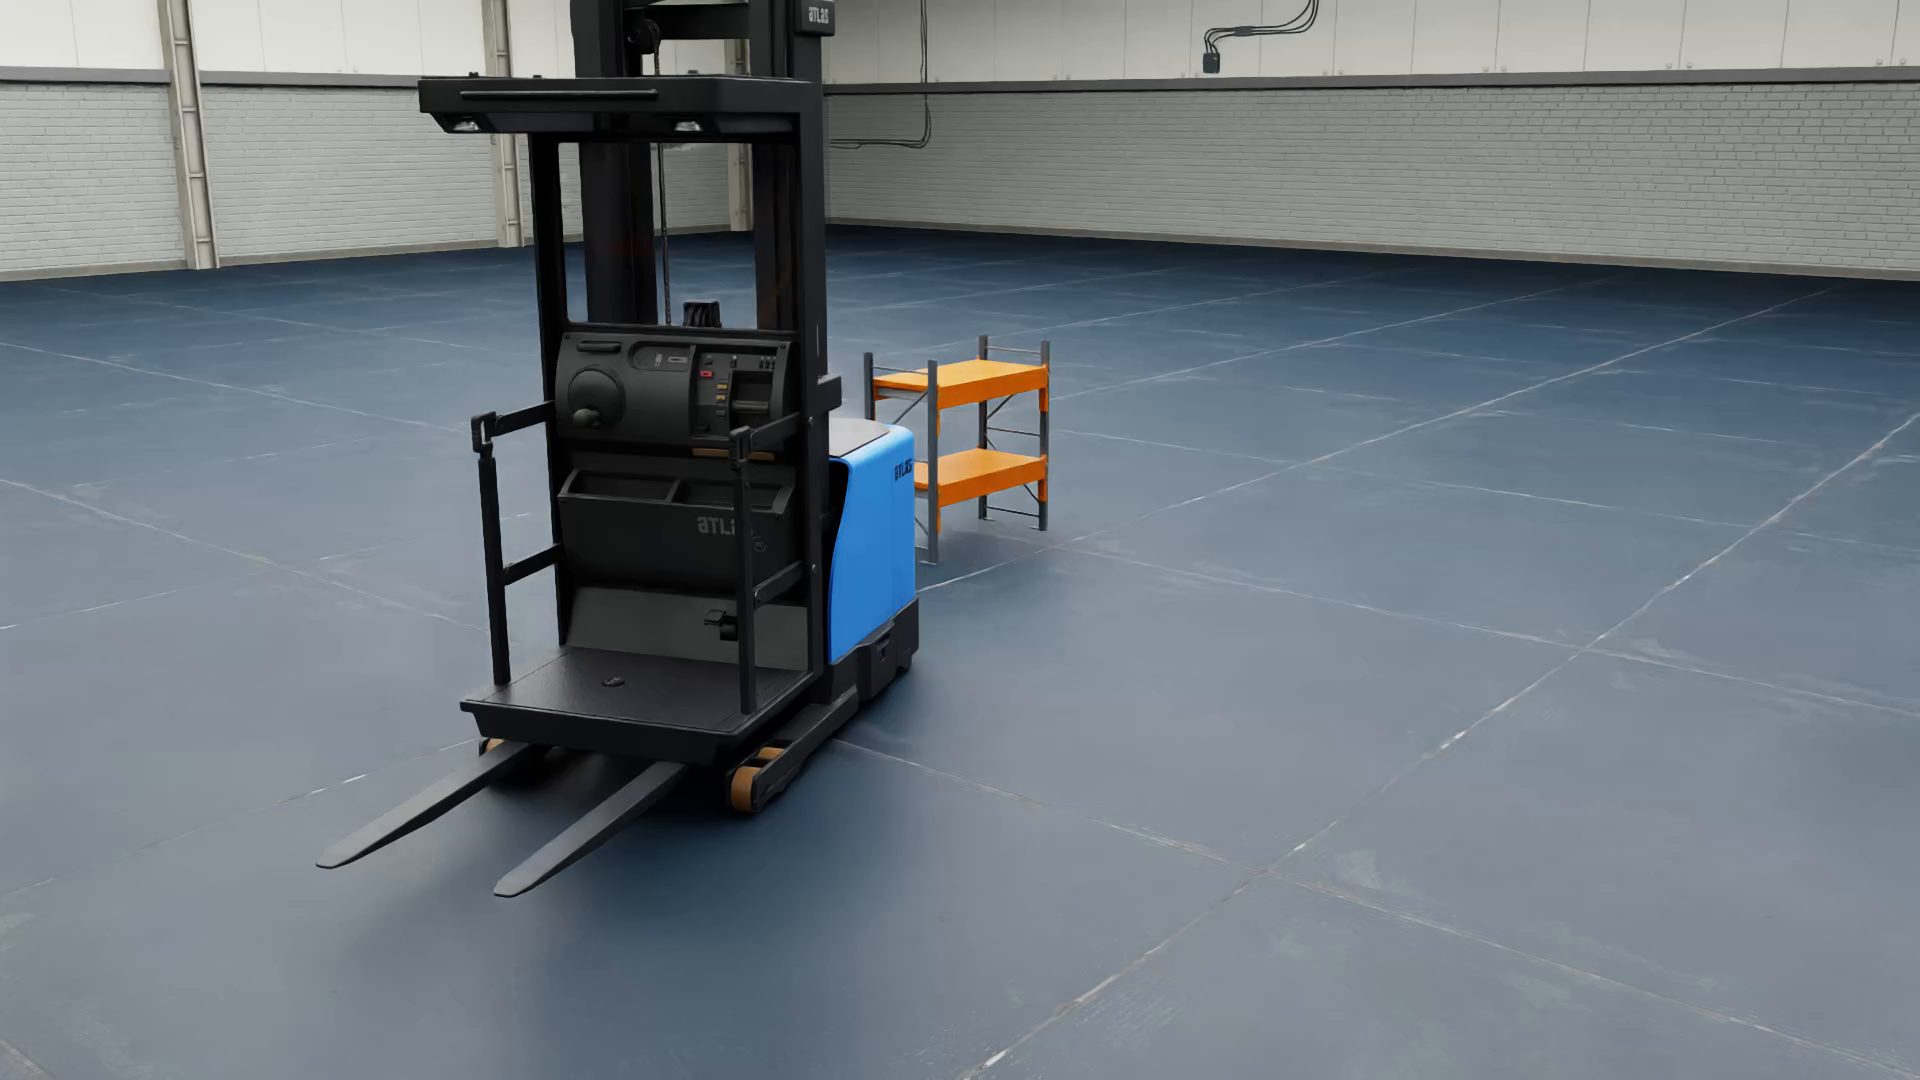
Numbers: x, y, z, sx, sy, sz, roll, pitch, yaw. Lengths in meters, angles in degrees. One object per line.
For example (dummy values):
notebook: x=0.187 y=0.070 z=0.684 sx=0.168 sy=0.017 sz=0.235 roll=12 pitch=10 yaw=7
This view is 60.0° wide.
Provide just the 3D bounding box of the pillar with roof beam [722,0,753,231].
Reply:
pillar with roof beam: x=-1.384 y=-10.403 z=32.296 sx=9.100 sy=9.000 sz=0.400 roll=11 pitch=18 yaw=38

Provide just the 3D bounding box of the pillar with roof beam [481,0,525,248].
pillar with roof beam: x=-5.155 y=-9.254 z=27.773 sx=9.100 sy=9.000 sz=0.400 roll=11 pitch=18 yaw=38

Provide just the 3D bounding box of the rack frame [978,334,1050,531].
rack frame: x=0.315 y=-0.641 z=9.863 sx=0.500 sy=1.125 sz=0.032 roll=11 pitch=18 yaw=38

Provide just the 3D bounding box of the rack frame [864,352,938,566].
rack frame: x=-0.324 y=-0.447 z=9.096 sx=0.500 sy=1.125 sz=0.032 roll=11 pitch=18 yaw=38

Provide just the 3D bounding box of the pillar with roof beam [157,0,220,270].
pillar with roof beam: x=-8.926 y=-8.105 z=23.250 sx=9.100 sy=9.000 sz=0.400 roll=11 pitch=18 yaw=38

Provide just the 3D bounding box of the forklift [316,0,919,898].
forklift: x=-1.125 y=-0.571 z=5.917 sx=1.130 sy=2.935 sz=3.031 roll=5 pitch=15 yaw=17

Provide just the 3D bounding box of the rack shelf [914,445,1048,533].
rack shelf: x=-0.004 y=-0.307 z=9.540 sx=0.538 sy=0.278 sz=1.000 roll=11 pitch=18 yaw=38

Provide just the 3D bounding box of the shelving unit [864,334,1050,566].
shelving unit: x=-0.004 y=-0.544 z=9.479 sx=0.538 sy=1.125 sz=1.048 roll=11 pitch=18 yaw=38

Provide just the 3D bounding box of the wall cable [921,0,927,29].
wall cable: x=0.252 y=-11.953 z=34.446 sx=3.097 sy=2.526 sz=0.112 roll=11 pitch=18 yaw=38

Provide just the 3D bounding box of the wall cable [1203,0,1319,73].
wall cable: x=5.522 y=-11.605 z=30.120 sx=2.305 sy=6.003 sz=0.169 roll=11 pitch=18 yaw=38

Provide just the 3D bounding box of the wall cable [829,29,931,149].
wall cable: x=-1.852 y=-9.924 z=36.716 sx=3.097 sy=2.526 sz=0.112 roll=11 pitch=18 yaw=38

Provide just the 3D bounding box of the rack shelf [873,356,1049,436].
rack shelf: x=-0.004 y=-0.828 z=9.407 sx=0.538 sy=0.278 sz=1.000 roll=11 pitch=18 yaw=38
